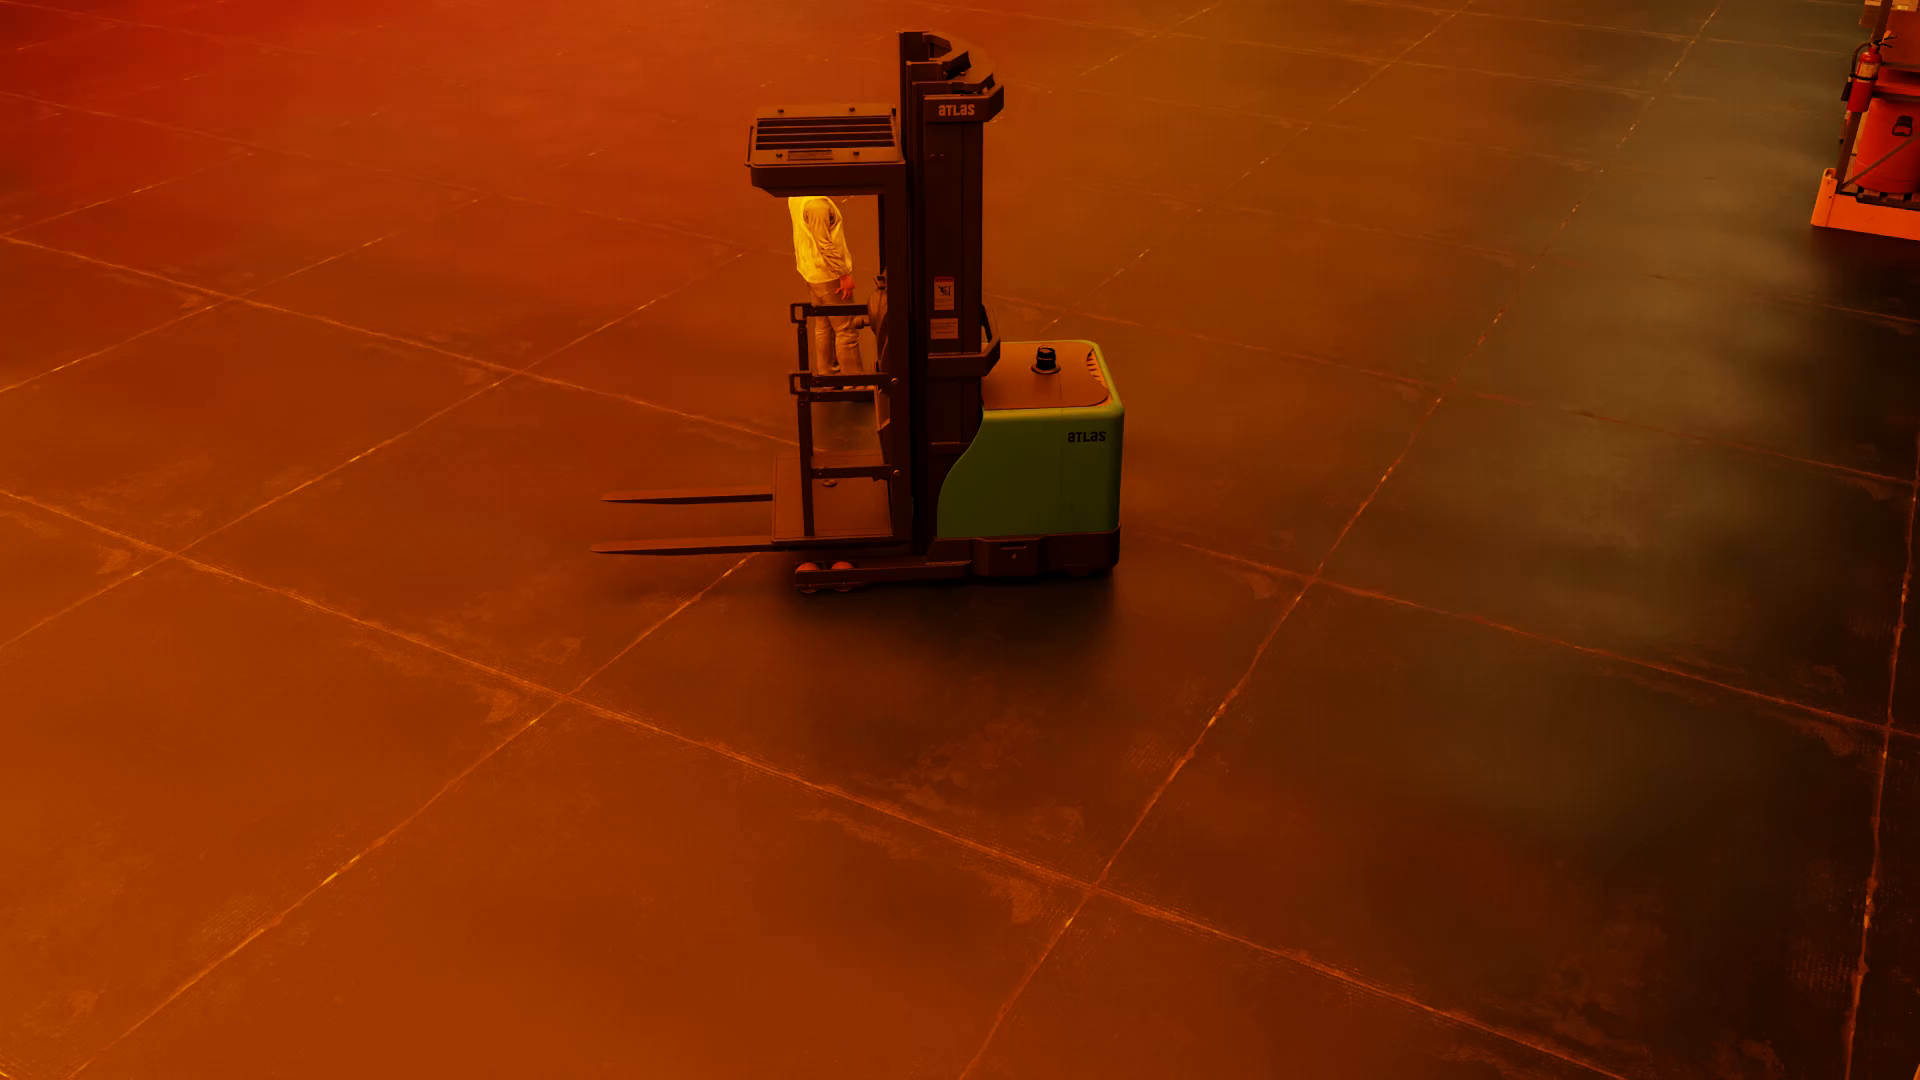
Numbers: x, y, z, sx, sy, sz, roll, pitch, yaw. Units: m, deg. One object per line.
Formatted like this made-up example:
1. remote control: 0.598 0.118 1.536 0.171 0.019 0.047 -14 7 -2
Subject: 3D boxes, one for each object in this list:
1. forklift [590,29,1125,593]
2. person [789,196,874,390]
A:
1. forklift: -0.623 -1.244 9.226 3.031 2.935 1.130 -2 30 -4
2. person: -0.851 -1.857 11.430 0.567 1.775 0.623 -12 32 -20
